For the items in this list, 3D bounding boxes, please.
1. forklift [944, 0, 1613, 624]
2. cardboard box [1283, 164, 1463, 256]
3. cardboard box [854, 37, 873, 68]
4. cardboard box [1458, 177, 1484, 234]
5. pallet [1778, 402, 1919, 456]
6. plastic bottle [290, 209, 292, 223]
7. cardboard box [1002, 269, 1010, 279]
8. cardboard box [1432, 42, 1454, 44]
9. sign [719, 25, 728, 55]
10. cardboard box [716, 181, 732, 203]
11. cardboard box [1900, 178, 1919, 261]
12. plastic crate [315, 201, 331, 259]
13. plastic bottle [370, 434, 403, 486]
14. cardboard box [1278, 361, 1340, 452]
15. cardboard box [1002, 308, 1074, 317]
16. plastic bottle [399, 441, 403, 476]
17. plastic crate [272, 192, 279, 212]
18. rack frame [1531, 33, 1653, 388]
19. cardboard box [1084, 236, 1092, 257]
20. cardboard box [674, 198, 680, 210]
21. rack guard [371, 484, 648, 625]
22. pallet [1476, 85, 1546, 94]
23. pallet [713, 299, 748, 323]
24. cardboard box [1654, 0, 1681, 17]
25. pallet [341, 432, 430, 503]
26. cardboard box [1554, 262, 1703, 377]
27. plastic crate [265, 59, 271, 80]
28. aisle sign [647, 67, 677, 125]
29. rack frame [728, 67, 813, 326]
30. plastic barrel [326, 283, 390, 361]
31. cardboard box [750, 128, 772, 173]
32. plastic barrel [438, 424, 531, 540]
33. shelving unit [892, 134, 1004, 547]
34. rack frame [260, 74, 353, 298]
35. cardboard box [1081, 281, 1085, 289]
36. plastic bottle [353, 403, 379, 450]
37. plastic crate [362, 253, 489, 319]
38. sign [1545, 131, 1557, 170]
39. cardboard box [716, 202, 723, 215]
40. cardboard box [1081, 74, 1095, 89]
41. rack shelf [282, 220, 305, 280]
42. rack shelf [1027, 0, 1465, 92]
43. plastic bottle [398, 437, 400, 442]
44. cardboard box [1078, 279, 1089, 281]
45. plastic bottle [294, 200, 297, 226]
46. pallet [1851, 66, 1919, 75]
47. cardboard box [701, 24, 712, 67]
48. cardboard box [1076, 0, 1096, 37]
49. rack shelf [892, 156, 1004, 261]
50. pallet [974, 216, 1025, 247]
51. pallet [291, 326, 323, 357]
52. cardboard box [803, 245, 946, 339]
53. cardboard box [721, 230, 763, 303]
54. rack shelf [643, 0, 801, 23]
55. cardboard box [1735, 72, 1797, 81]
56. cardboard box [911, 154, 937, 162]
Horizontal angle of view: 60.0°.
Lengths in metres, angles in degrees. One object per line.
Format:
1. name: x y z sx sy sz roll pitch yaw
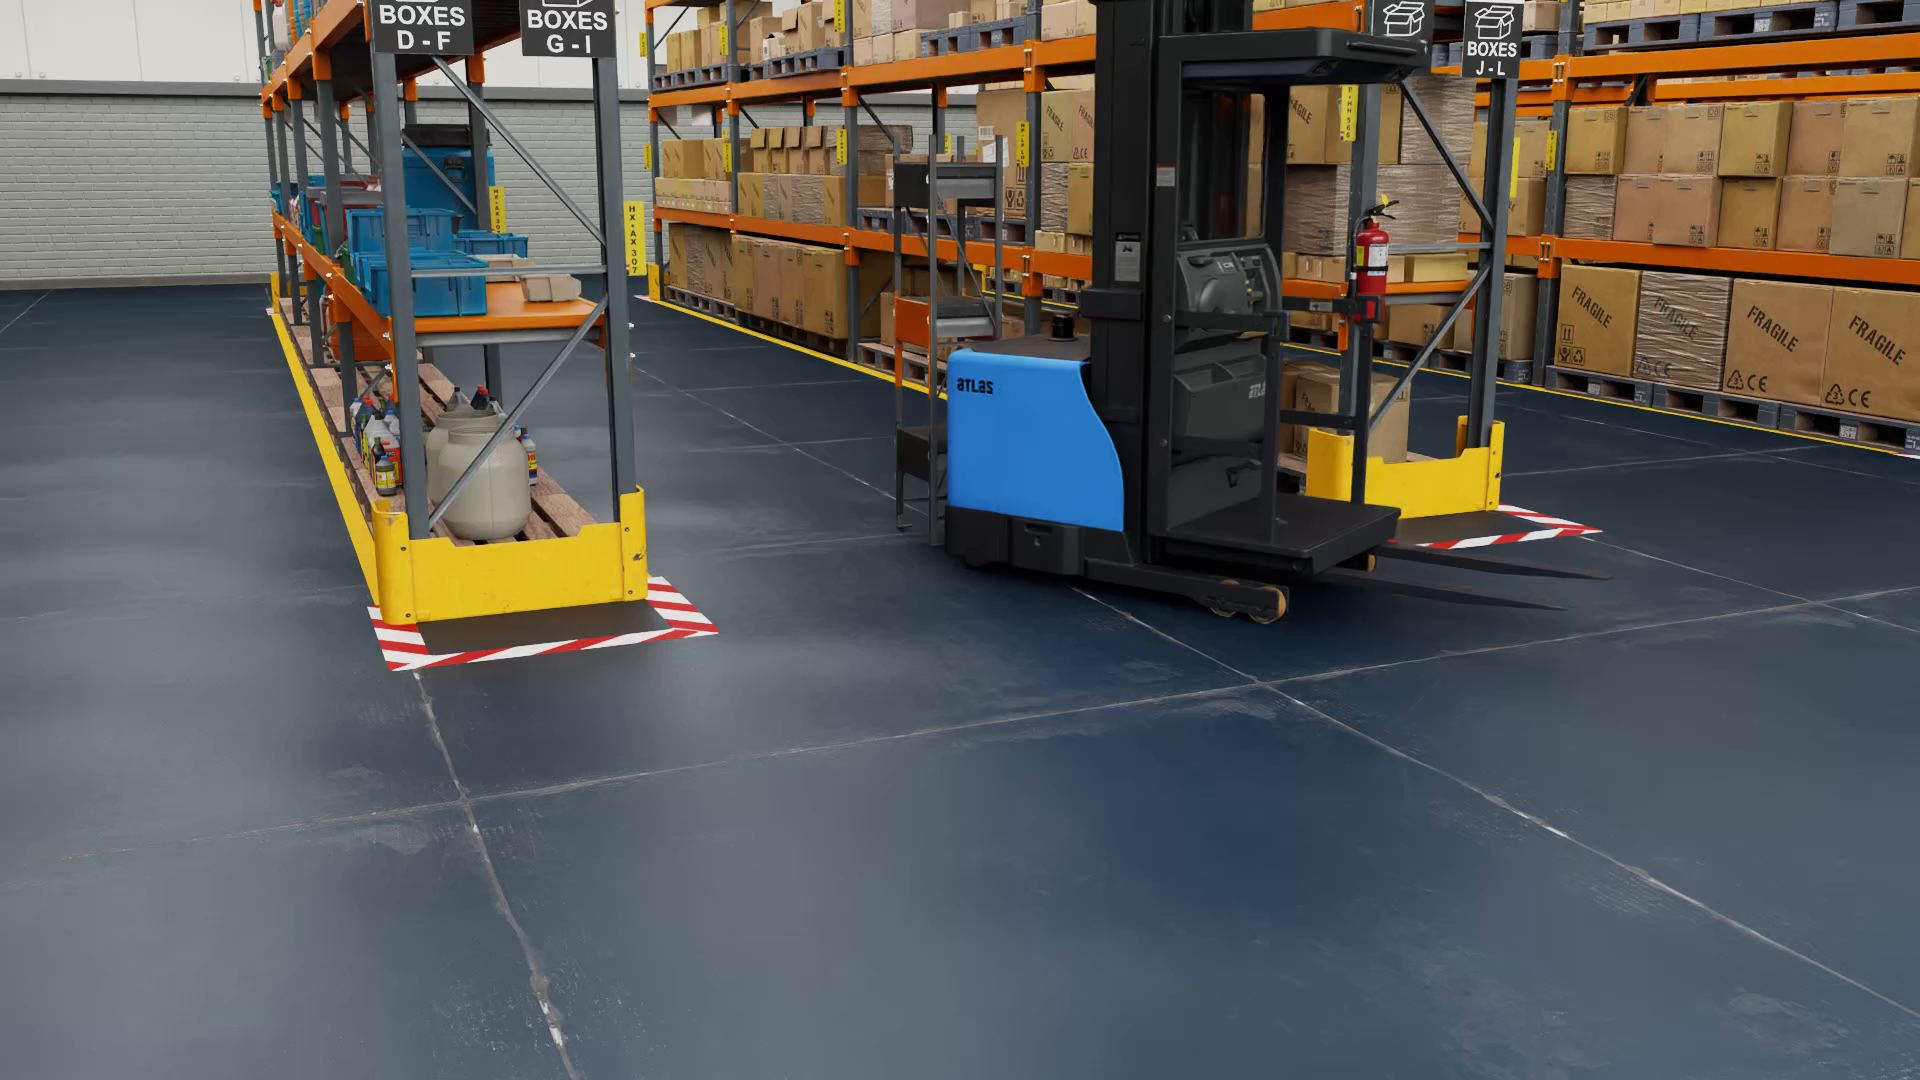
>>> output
1. forklift: 1.412 -1.196 7.537 3.031 2.935 1.130 9 16 35
2. cardboard box: 2.382 -1.919 9.626 0.875 0.500 0.500 -6 14 -23
3. cardboard box: -0.672 -4.530 15.470 0.500 0.250 0.500 -5 14 -22
4. cardboard box: 4.904 -3.099 15.386 0.500 0.500 0.500 -6 14 -24
5. pallet: 6.771 -0.836 12.012 1.003 0.211 1.213 -6 14 -23
6. plastic bottle: -6.895 -3.380 17.262 0.097 0.201 0.097 0 13 0
7. cardboard box: 0.850 -3.973 24.777 0.380 0.149 0.250 -6 14 -23
8. cardboard box: 4.453 -4.981 16.131 0.500 0.311 0.500 -6 14 -24
9. sign: -2.737 -5.789 19.258 0.100 0.325 0.005 -6 14 -23
10. cardboard box: -2.647 -4.227 20.156 0.500 0.250 0.500 -6 14 -24
11. cardboard box: 6.972 -2.182 11.311 0.875 0.550 0.550 -6 14 -23
12. plastic crate: -4.290 -2.180 11.672 0.392 0.384 0.575 -6 14 -23
13. plastic bottle: -3.174 -0.443 9.198 0.152 0.276 0.135 -6 14 -23
14. cardboard box: 2.072 -0.847 10.488 0.500 0.500 0.500 -2 13 -8
15. cardboard box: 0.575 -1.661 13.962 0.700 0.500 0.500 -6 14 -23
16. plastic bottle: -3.077 -0.457 9.239 0.061 0.283 0.133 -6 14 -23
17. plastic crate: -8.045 -4.062 20.007 0.416 0.233 0.300 -6 14 -23
18. rack frame: 5.560 -2.862 14.585 1.000 3.000 0.127 -6 14 -23
19. cardboard box: 1.108 -2.089 11.799 0.380 0.149 0.250 -6 14 -23
20. cardboard box: -3.579 -4.477 22.118 0.380 0.149 0.250 -6 14 -24
21. rack guard: -2.034 0.045 7.567 1.175 0.500 0.348 -6 14 -23
22. pallet: 7.263 -6.166 22.633 0.805 0.209 1.217 -6 14 -25
23. pallet: -2.462 -2.894 20.905 1.003 0.211 1.213 -6 14 -23
24. cardboard box: 5.699 -4.192 13.082 0.380 0.149 0.250 -6 14 -24
25. pallet: -3.332 -0.487 10.505 1.003 0.211 1.213 -6 14 -23
26. cardboard box: 5.748 -1.896 14.189 0.875 0.875 0.875 -5 14 -22
27. plastic crate: -7.214 -5.059 17.894 0.450 0.188 0.662 -6 14 -23
28. aisle sign: -4.136 -6.169 23.106 0.394 0.787 0.004 -6 14 -23
29. rack frame: -2.230 -4.088 19.881 1.000 3.000 0.127 -6 14 -23
30. plastic barrel: -5.377 -2.061 15.005 0.600 0.830 0.708 -6 14 -23
31. cardboard box: -1.966 -4.494 19.190 0.797 0.503 0.637 -6 14 -24
32. plastic barrel: -2.295 -0.283 8.027 0.421 0.512 0.421 0 13 0
33. shelving unit: -0.066 -1.057 8.781 0.431 2.100 0.503 -6 14 -23
34. rack frame: -8.370 -4.467 21.519 1.000 3.000 0.127 -6 14 -23
35. cardboard box: 1.859 -3.442 22.482 0.380 0.149 0.250 -5 14 -21
36. plastic bottle: -3.683 -0.706 10.331 0.152 0.276 0.135 -5 14 -21
37. plastic crate: -2.436 -1.165 7.583 0.499 0.251 0.616 -6 14 -23
38. sign: 5.067 -3.337 14.243 0.100 0.325 0.005 -6 14 -23
39. cardboard box: -2.755 -4.052 20.284 0.380 0.149 0.250 -5 14 -22
40. cardboard box: 1.911 -5.981 21.738 0.500 0.250 0.500 -5 14 -22
41. rack shelf: -5.967 -2.877 16.244 1.077 0.370 4.000 -6 14 -23
42. rack shelf: 1.776 -3.133 10.697 1.077 0.370 4.000 -6 14 -23
43. plastic bottle: -3.207 -0.489 9.562 0.097 0.201 0.097 0 13 0
44. cardboard box: 1.818 -3.567 22.361 0.380 0.149 0.250 -6 14 -26
45. plastic bottle: -6.468 -3.211 16.367 0.152 0.276 0.135 -6 14 -23
46. pallet: 9.906 -4.837 16.883 1.213 0.211 1.003 -6 14 -23
47. cardboard box: -2.809 -6.119 20.630 0.700 0.500 0.500 -5 14 -20
48. cardboard box: 1.137 -3.599 11.446 0.500 0.250 0.500 -6 14 -23
49. rack shelf: -0.066 -1.726 8.626 0.431 0.518 0.480 -6 14 -23
50. pallet: 0.802 -2.513 13.500 1.003 0.211 1.213 -6 14 -23
51. pallet: -6.497 -2.119 17.557 1.003 0.211 1.213 -6 14 -23
52. cardboard box: -0.885 -2.576 17.127 1.225 0.875 0.875 -6 14 -26
53. cardboard box: -2.421 -3.401 20.694 0.875 0.875 0.875 -6 14 -23
54. rack shelf: -3.031 -6.879 21.116 1.077 0.370 4.000 -6 14 -23
55. cardboard box: 9.090 -5.356 18.478 0.797 0.503 0.637 -6 14 -23
56. cardboard box: -0.059 -3.301 15.326 0.700 0.500 0.500 -3 13 -15
